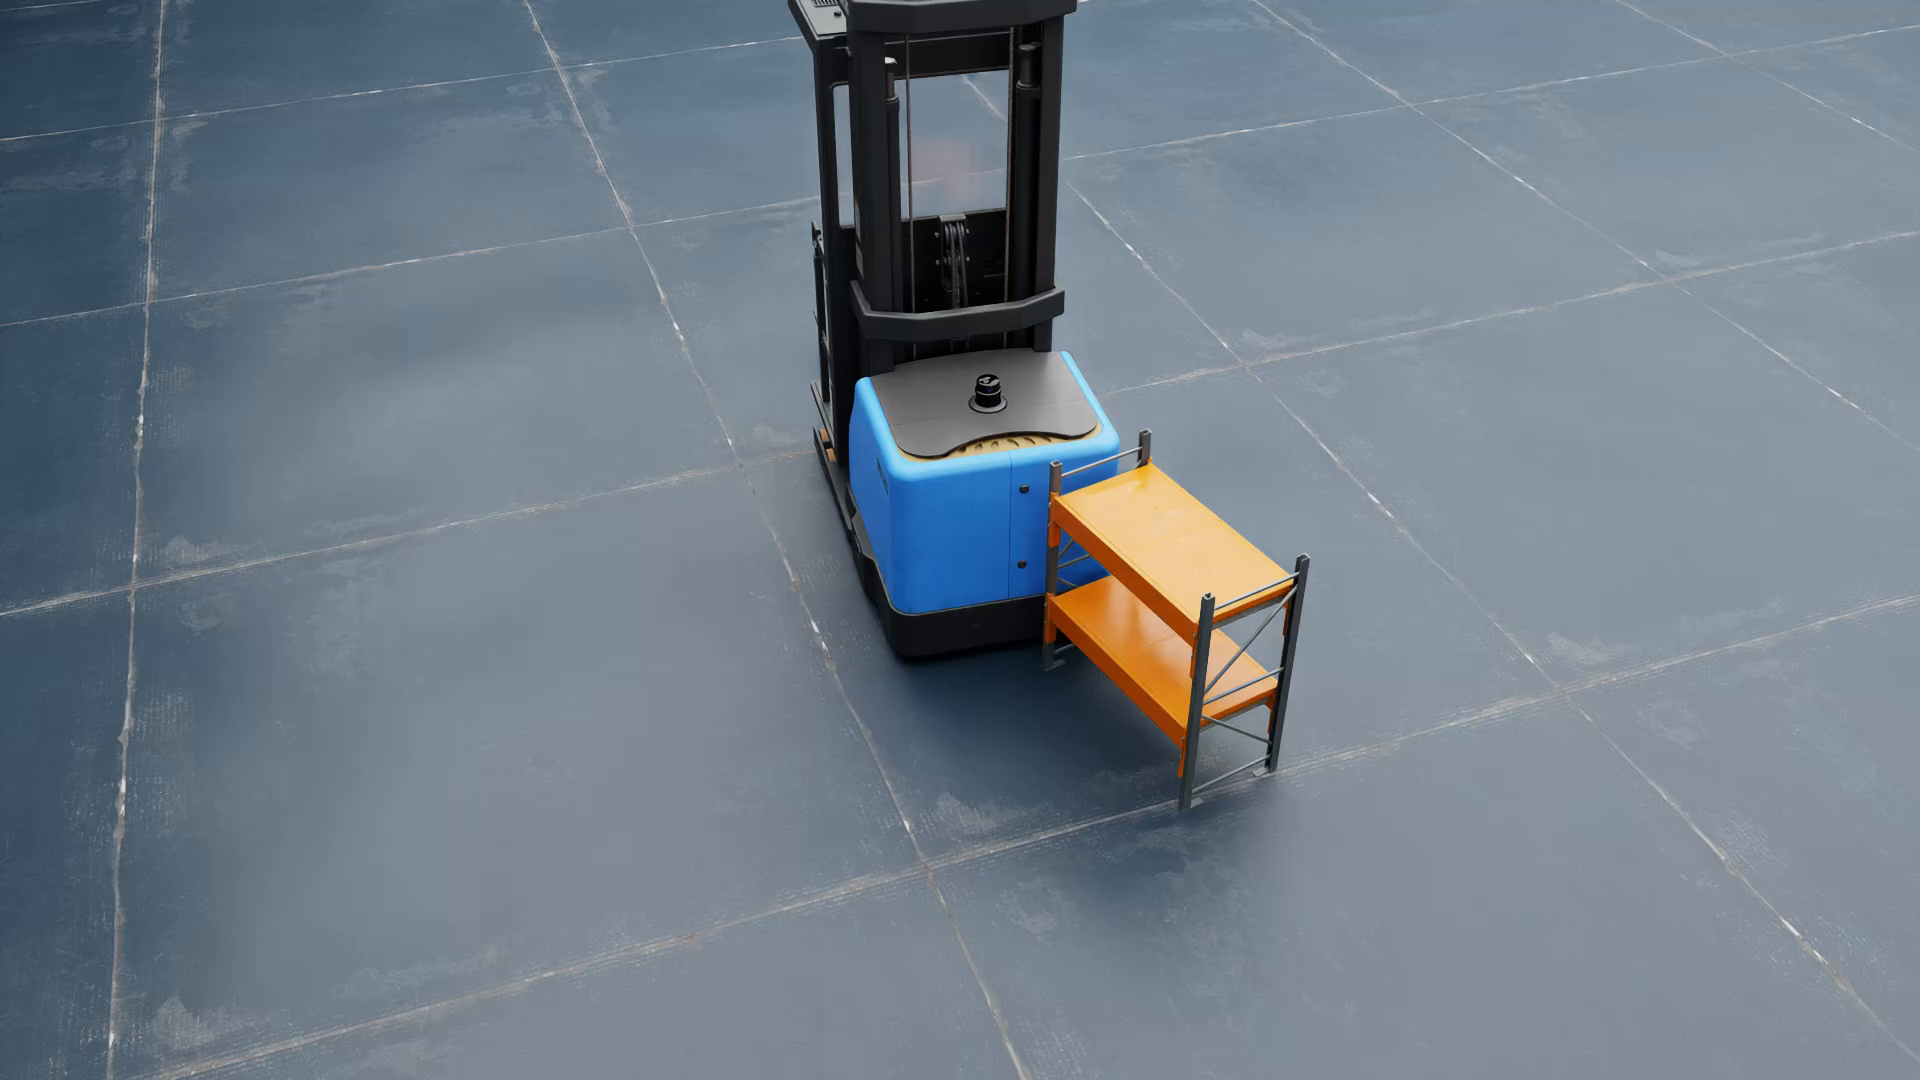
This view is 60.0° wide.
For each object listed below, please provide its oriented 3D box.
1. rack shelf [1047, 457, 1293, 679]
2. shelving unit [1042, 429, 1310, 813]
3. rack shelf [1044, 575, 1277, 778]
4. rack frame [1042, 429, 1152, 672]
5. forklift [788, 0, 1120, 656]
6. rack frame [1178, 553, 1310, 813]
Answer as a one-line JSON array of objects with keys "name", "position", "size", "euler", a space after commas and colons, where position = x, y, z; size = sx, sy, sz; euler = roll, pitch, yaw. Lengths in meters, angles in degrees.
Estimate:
[{"name": "rack shelf", "position": [0.855, 0.089, 6.771], "size": [0.538, 0.278, 1.000], "euler": [-20, 41, -24]}, {"name": "shelving unit", "position": [0.855, 0.323, 6.947], "size": [0.538, 1.125, 1.048], "euler": [-20, 41, -24]}, {"name": "rack shelf", "position": [0.855, 0.518, 7.094], "size": [0.538, 0.278, 1.000], "euler": [-20, 41, -24]}, {"name": "rack frame", "position": [0.592, 0.061, 7.294], "size": [0.500, 1.125, 0.032], "euler": [-20, 41, -24]}, {"name": "forklift", "position": [-0.154, -1.534, 7.911], "size": [1.130, 2.935, 3.031], "euler": [-9, 38, -11]}, {"name": "rack frame", "position": [1.118, 0.585, 6.599], "size": [0.500, 1.125, 0.032], "euler": [-20, 41, -24]}]
